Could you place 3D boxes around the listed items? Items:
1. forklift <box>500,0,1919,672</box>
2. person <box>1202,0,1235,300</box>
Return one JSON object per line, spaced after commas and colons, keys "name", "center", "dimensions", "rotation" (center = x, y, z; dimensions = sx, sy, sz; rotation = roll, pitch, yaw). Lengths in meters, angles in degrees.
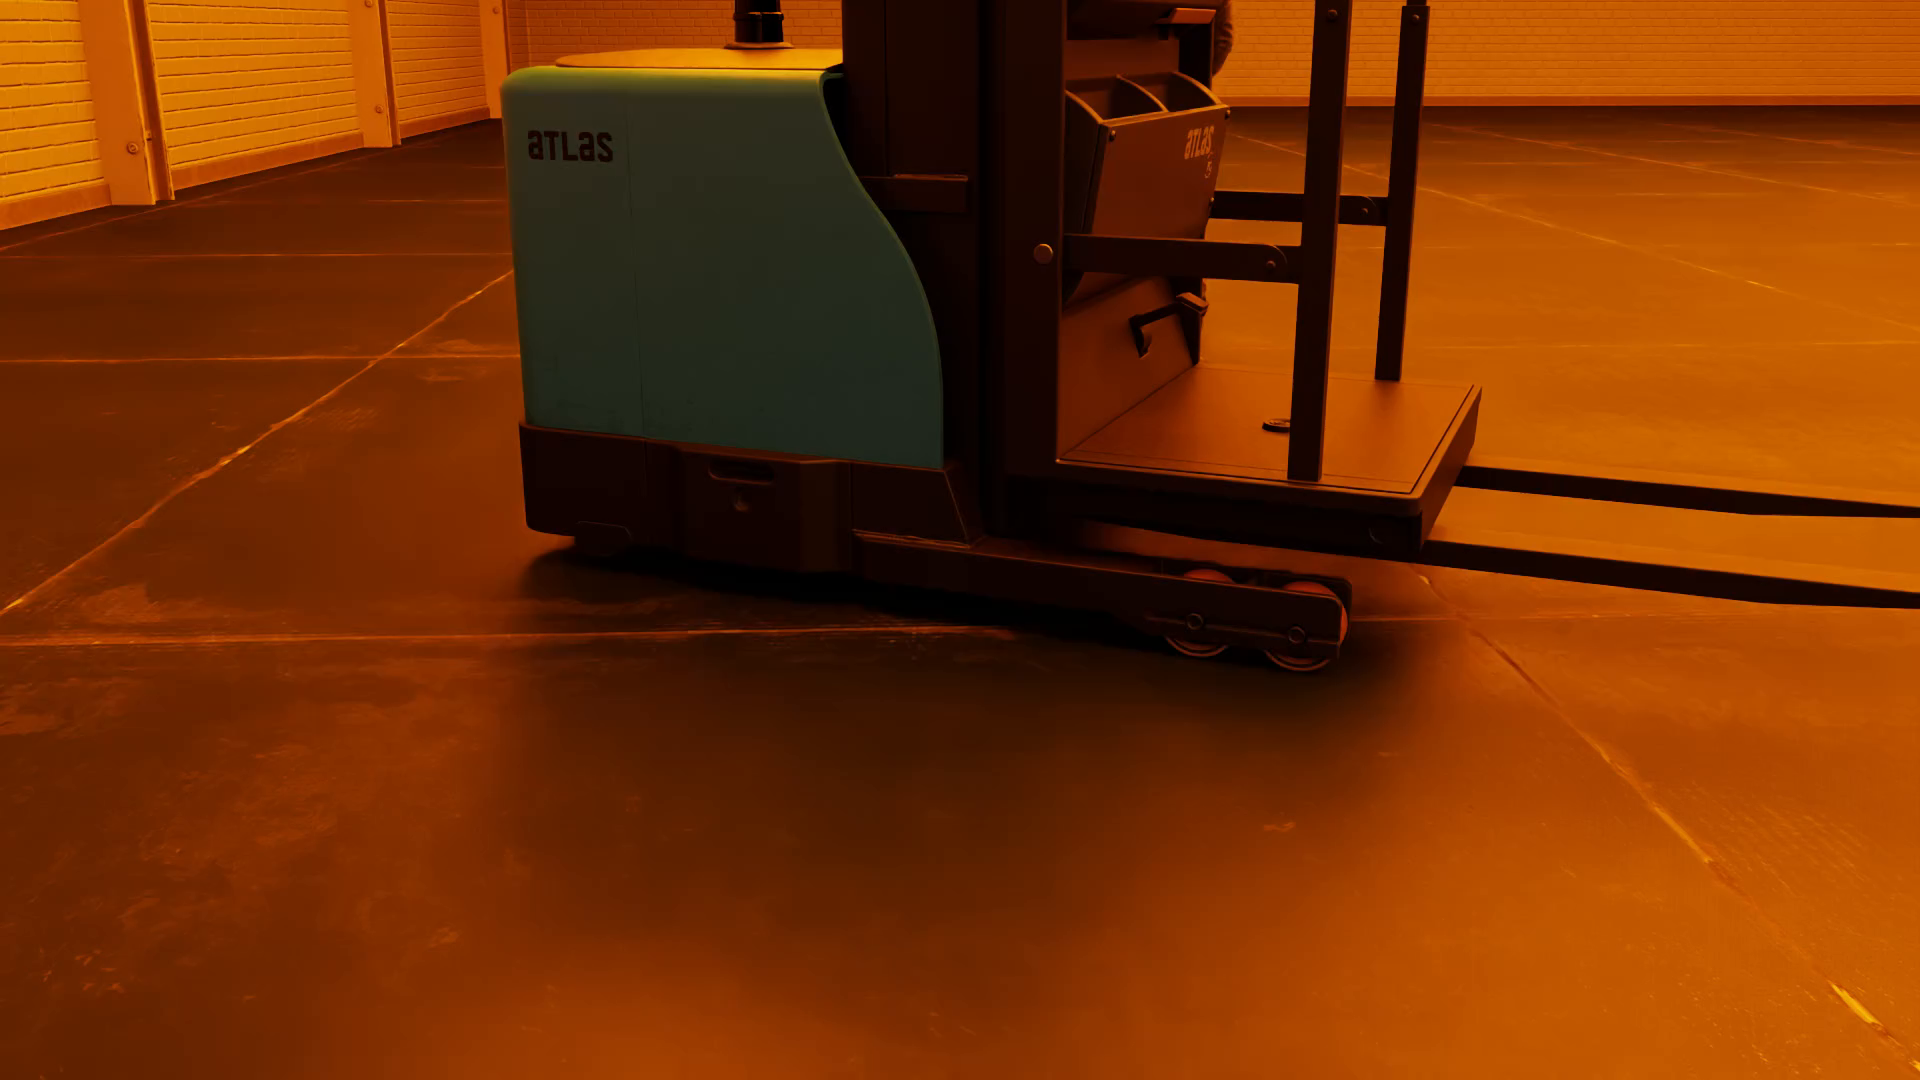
{"name": "forklift", "center": [0.576, -1.332, 3.261], "dimensions": [3.031, 2.935, 1.130], "rotation": [7, 18, 21]}
{"name": "person", "center": [0.659, -1.610, 6.308], "dimensions": [0.760, 1.688, 0.481], "rotation": [-3, 17, -9]}
